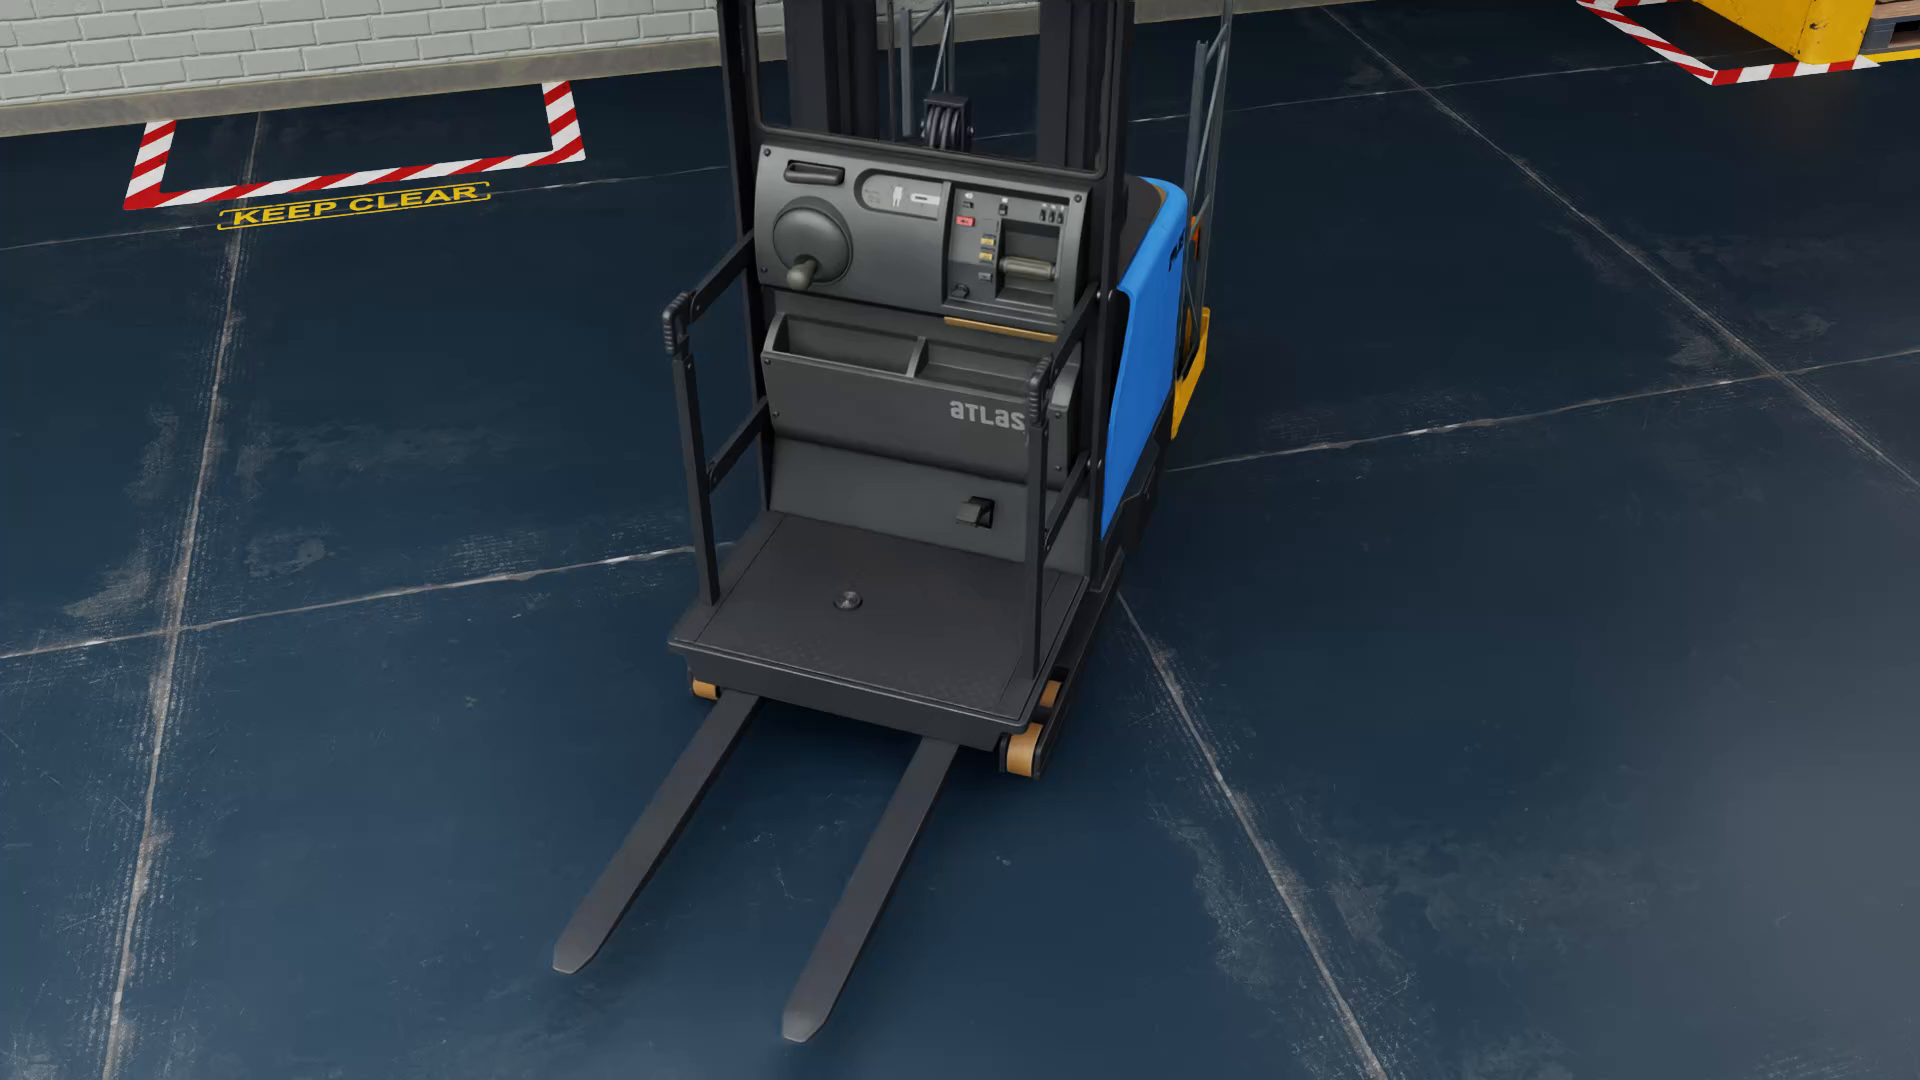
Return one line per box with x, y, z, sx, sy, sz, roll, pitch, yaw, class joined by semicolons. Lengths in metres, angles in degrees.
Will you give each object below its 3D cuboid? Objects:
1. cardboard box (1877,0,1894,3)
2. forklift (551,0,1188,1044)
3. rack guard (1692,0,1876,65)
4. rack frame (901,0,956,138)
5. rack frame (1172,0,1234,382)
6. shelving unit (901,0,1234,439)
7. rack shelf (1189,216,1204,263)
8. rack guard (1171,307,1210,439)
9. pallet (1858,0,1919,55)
5.309;-3.328;9.482;0.500;0.311;0.500;-14;39;-17;cardboard box
-0.185;-0.755;4.324;1.130;2.935;3.031;12;39;15;forklift
4.691;-3.184;9.500;0.348;0.500;1.175;-9;38;-12;rack guard
-0.109;-1.341;6.268;0.032;1.500;0.500;11;39;14;rack frame
0.856;-1.147;6.014;0.032;1.500;0.500;11;39;14;rack frame
0.382;-1.242;6.138;1.083;1.500;0.587;11;39;14;shelving unit
0.373;-1.101;6.250;1.000;0.185;0.538;11;39;14;rack shelf
0.854;-0.650;6.393;0.087;0.250;0.587;11;39;14;rack guard
5.484;-3.177;9.729;1.213;0.211;1.003;-9;38;-12;pallet
